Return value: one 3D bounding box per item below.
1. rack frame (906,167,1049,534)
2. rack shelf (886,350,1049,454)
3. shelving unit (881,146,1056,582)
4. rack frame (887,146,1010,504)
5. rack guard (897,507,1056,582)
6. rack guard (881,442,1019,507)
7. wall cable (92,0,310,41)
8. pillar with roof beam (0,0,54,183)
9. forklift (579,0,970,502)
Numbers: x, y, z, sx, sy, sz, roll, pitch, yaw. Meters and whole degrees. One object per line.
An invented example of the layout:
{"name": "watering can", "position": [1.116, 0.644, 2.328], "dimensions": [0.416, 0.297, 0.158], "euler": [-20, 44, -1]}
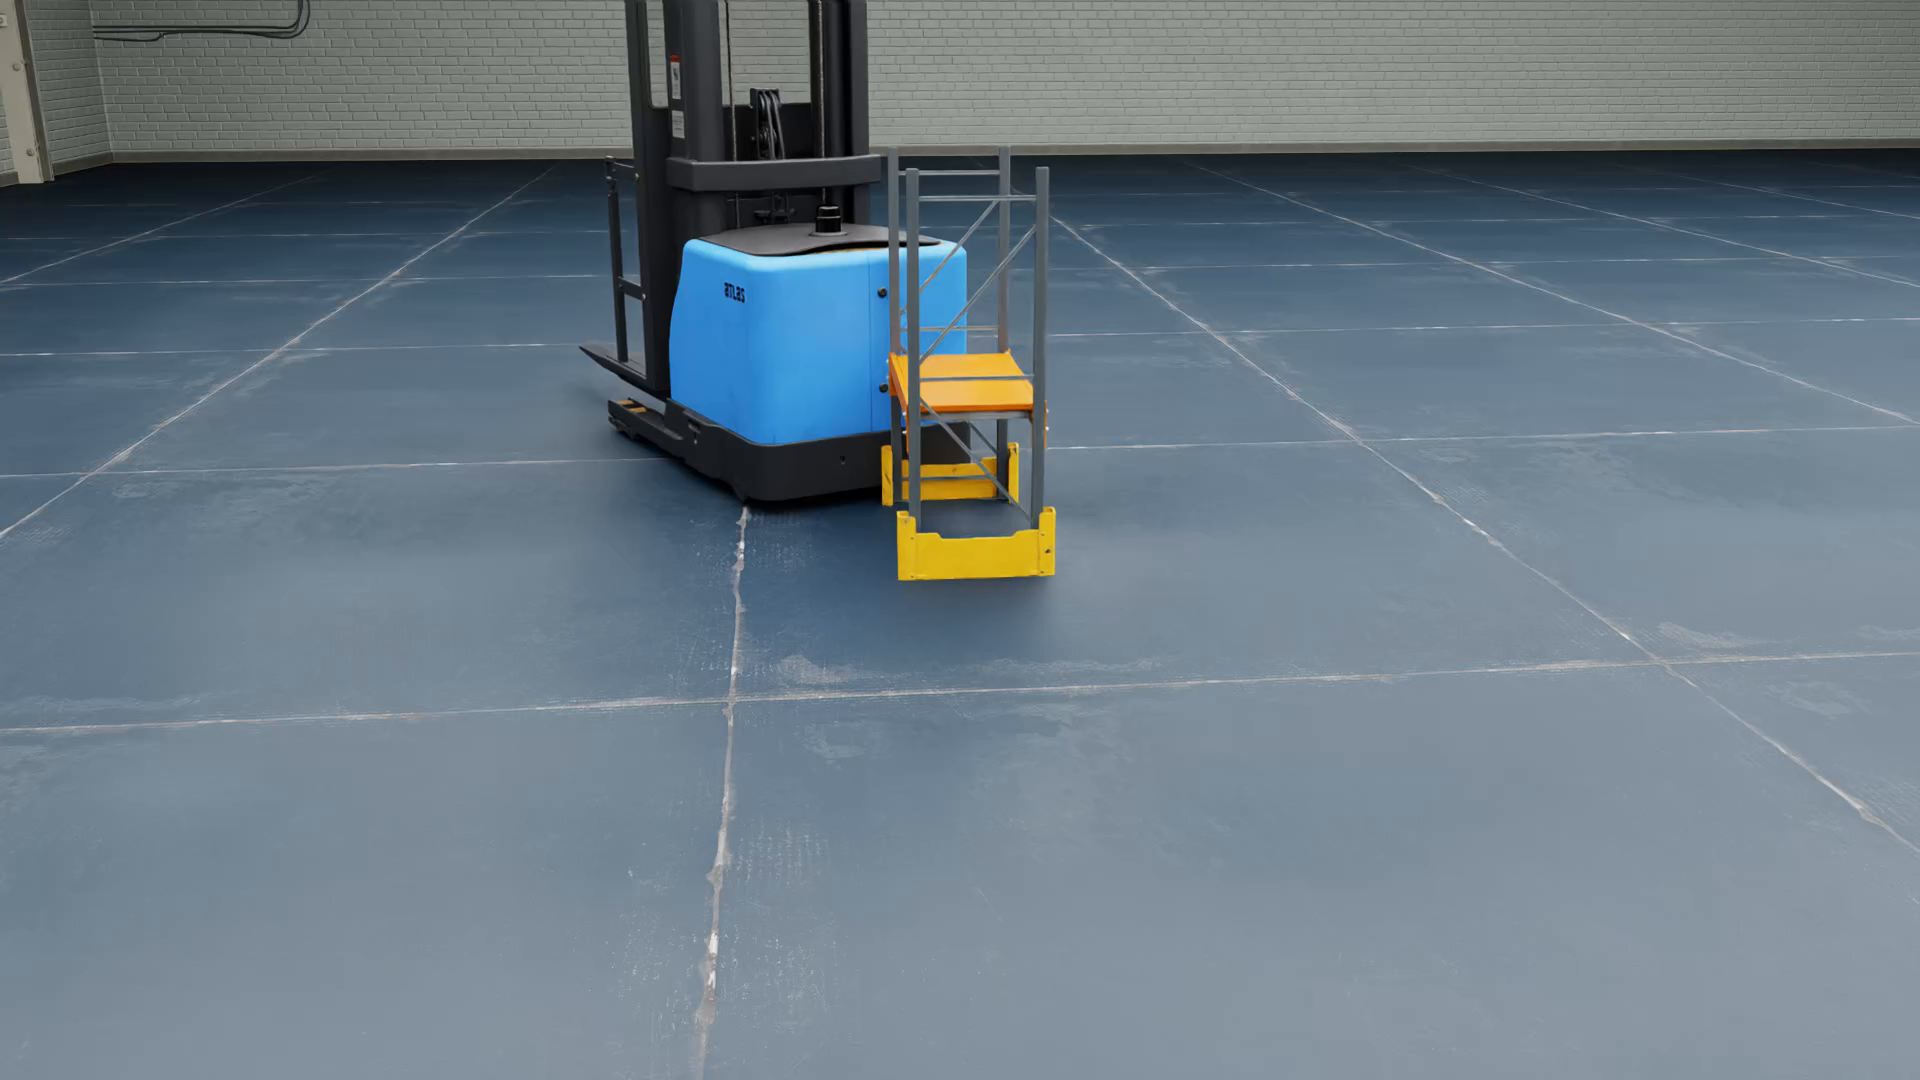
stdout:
{"name": "rack frame", "position": [0.061, -0.581, 6.024], "dimensions": [0.500, 1.500, 0.032], "euler": [-2, 18, -6]}
{"name": "rack shelf", "position": [0.008, -0.561, 6.561], "dimensions": [0.538, 0.185, 1.000], "euler": [-2, 18, -6]}
{"name": "shelving unit", "position": [0.009, -0.730, 6.498], "dimensions": [0.587, 1.500, 1.083], "euler": [-2, 18, -6]}
{"name": "rack frame", "position": [-0.045, -0.884, 6.989], "dimensions": [0.500, 1.500, 0.032], "euler": [-2, 18, -6]}
{"name": "rack guard", "position": [0.061, 0.015, 6.213], "dimensions": [0.587, 0.250, 0.087], "euler": [-2, 18, -6]}
{"name": "rack guard", "position": [-0.043, -0.282, 7.158], "dimensions": [0.587, 0.250, 0.087], "euler": [-2, 18, -6]}
{"name": "wall cable", "position": [-10.812, -8.312, 23.313], "dimensions": [3.097, 2.526, 0.112], "euler": [-2, 18, -6]}
{"name": "pillar with roof beam", "position": [-7.541, -9.008, 20.346], "dimensions": [9.100, 9.000, 0.400], "euler": [-2, 18, -6]}
{"name": "forklift", "position": [-1.124, -1.952, 8.002], "dimensions": [1.130, 2.935, 3.031], "euler": [-10, 20, -28]}
